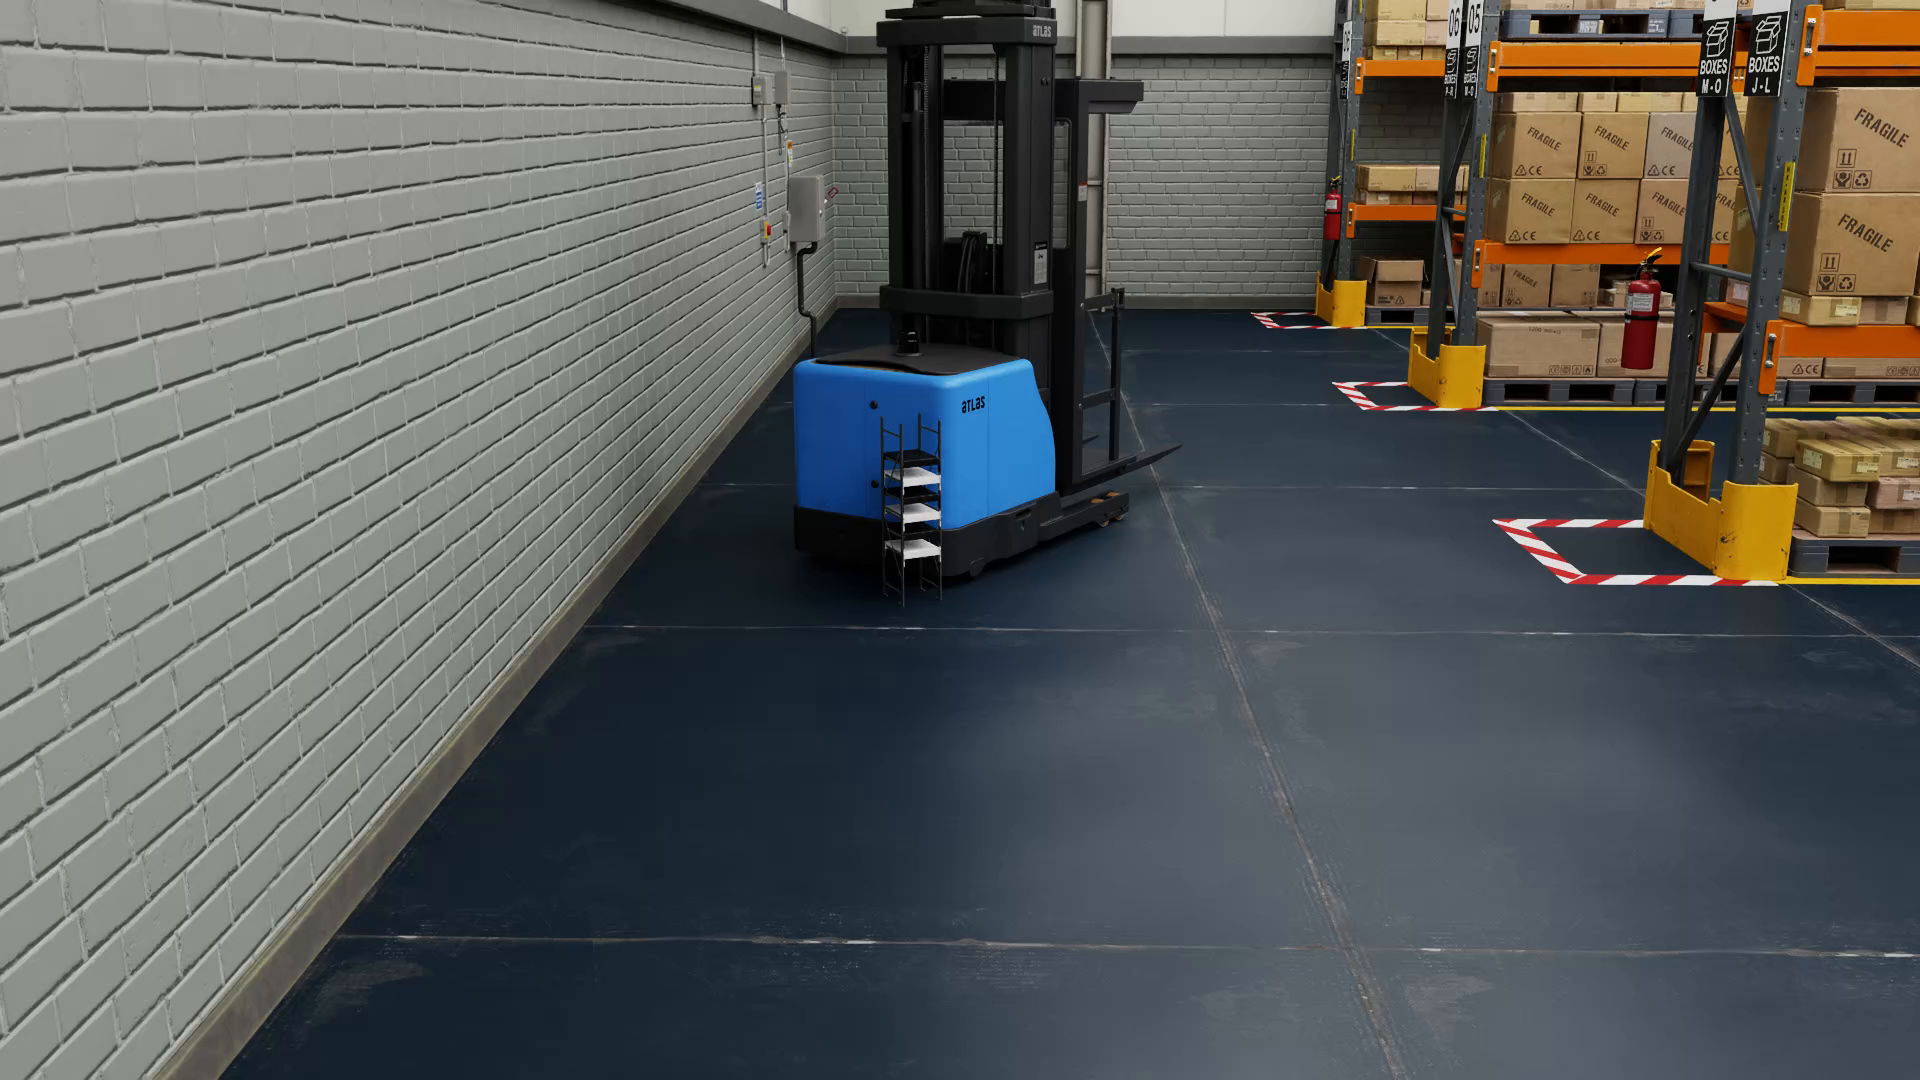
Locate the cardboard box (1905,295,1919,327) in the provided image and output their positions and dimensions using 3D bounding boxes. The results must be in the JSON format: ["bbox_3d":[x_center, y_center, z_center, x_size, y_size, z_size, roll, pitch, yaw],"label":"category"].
[{"bbox_3d":[4.874,-1.178,8.416,0.250,0.149,0.380,0,15,0],"label":"cardboard box"}]

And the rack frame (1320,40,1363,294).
[{"bbox_3d":[4.184,-3.920,18.318,0.127,3.000,1.000,0,15,1],"label":"rack frame"}]

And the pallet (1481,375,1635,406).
[{"bbox_3d":[4.862,-1.321,13.932,1.213,0.211,1.003,0,15,1],"label":"pallet"}]

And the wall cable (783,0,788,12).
[{"bbox_3d":[-1.502,-6.440,16.037,0.133,3.039,2.988,0,15,1],"label":"wall cable"}]

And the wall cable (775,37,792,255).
[{"bbox_3d":[-1.552,-3.538,14.879,0.122,1.984,0.588,0,15,1],"label":"wall cable"}]

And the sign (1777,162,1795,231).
[{"bbox_3d":[4.022,-1.671,8.098,0.005,0.325,0.100,0,15,1],"label":"sign"}]

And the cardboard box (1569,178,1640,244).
[{"bbox_3d":[5.040,-2.630,13.233,0.500,0.500,0.500,0,15,1],"label":"cardboard box"}]

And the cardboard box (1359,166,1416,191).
[{"bbox_3d":[4.630,-3.920,18.028,0.500,0.250,0.500,0,15,2],"label":"cardboard box"}]

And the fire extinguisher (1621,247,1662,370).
[{"bbox_3d":[3.795,-1.293,9.243,0.183,0.674,0.296,0,15,1],"label":"fire extinguisher"}]

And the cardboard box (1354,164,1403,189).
[{"bbox_3d":[4.650,-4.056,18.545,0.500,0.250,0.500,1,15,3],"label":"cardboard box"}]

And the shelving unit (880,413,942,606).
[{"bbox_3d":[-0.239,-0.151,8.149,0.210,0.900,0.258,-7,17,-26],"label":"shelving unit"}]

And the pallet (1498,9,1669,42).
[{"bbox_3d":[4.803,-4.060,13.141,1.213,0.211,1.003,0,15,1],"label":"pallet"}]

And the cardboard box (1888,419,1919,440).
[{"bbox_3d":[5.340,-0.561,9.186,0.250,0.149,0.380,0,15,-1],"label":"cardboard box"}]

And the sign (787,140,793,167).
[{"bbox_3d":[-1.586,-3.606,15.510,0.001,0.242,0.339,0,15,1],"label":"sign"}]

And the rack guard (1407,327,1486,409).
[{"bbox_3d":[4.037,-1.446,13.840,0.348,0.500,1.175,0,15,1],"label":"rack guard"}]

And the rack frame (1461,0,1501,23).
[{"bbox_3d":[4.061,-5.555,12.755,0.127,3.000,1.000,0,15,1],"label":"rack frame"}]

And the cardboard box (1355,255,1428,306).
[{"bbox_3d":[4.793,-2.888,18.477,0.637,0.503,0.797,0,15,-1],"label":"cardboard box"}]

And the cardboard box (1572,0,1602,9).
[{"bbox_3d":[4.934,-4.272,13.246,0.250,0.149,0.380,-1,15,-3],"label":"cardboard box"}]

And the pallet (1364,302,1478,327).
[{"bbox_3d":[5.057,-2.566,18.654,1.213,0.211,1.003,0,15,1],"label":"pallet"}]

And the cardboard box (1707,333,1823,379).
[{"bbox_3d":[6.539,-1.630,13.836,0.875,0.438,0.875,0,15,0],"label":"cardboard box"}]

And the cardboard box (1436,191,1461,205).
[{"bbox_3d":[5.275,-3.727,18.077,0.250,0.149,0.380,1,15,3],"label":"cardboard box"}]

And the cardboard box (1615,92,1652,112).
[{"bbox_3d":[5.193,-3.415,12.977,0.250,0.149,0.380,0,15,0],"label":"cardboard box"}]

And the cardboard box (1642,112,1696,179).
[{"bbox_3d":[5.565,-3.107,13.082,0.500,0.500,0.500,0,15,1],"label":"cardboard box"}]

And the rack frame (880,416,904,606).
[{"bbox_3d":[-0.330,-0.139,8.104,0.006,0.900,0.240,-7,17,-26],"label":"rack frame"}]

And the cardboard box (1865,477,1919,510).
[{"bbox_3d":[4.825,-0.275,8.683,0.250,0.149,0.380,0,15,1],"label":"cardboard box"}]

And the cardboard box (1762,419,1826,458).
[{"bbox_3d":[4.571,-0.565,9.199,0.250,0.149,0.380,1,15,2],"label":"cardboard box"}]

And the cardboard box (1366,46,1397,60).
[{"bbox_3d":[4.496,-5.188,17.735,0.250,0.149,0.380,1,15,3],"label":"cardboard box"}]

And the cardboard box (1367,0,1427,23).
[{"bbox_3d":[4.621,-5.617,17.599,0.500,0.250,0.500,0,15,1],"label":"cardboard box"}]

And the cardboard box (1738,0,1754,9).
[{"bbox_3d":[6.072,-4.353,12.864,0.500,0.500,0.500,1,15,2],"label":"cardboard box"}]

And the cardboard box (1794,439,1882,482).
[{"bbox_3d":[4.550,-0.413,8.626,0.250,0.149,0.380,0,15,-1],"label":"cardboard box"}]

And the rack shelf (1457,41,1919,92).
[{"bbox_3d":[6.060,-3.744,13.180,4.000,0.370,1.077,0,15,1],"label":"rack shelf"}]

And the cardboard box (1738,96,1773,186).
[{"bbox_3d":[4.499,-2.127,8.784,0.500,0.500,0.500,0,15,0],"label":"cardboard box"}]

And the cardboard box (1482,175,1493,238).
[{"bbox_3d":[4.550,-2.767,13.752,0.500,0.500,0.500,0,15,2],"label":"cardboard box"}]

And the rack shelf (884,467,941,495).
[{"bbox_3d":[-0.239,-0.293,8.112,0.200,0.077,0.258,-7,17,-26],"label":"rack shelf"}]

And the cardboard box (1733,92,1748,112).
[{"bbox_3d":[5.958,-3.406,12.942,0.250,0.149,0.380,0,15,0],"label":"cardboard box"}]

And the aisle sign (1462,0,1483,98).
[{"bbox_3d":[3.981,-3.838,12.910,0.004,0.787,0.394,0,15,1],"label":"aisle sign"}]

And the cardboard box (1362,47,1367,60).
[{"bbox_3d":[4.510,-5.306,18.184,0.250,0.149,0.380,1,15,3],"label":"cardboard box"}]

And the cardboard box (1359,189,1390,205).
[{"bbox_3d":[4.505,-3.727,18.077,0.250,0.149,0.380,0,15,1],"label":"cardboard box"}]

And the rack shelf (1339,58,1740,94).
[{"bbox_3d":[6.183,-5.010,17.978,4.000,0.370,1.077,0,15,1],"label":"rack shelf"}]

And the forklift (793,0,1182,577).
[{"bbox_3d":[0.340,-1.550,9.471,1.130,2.935,3.031,9,17,32],"label":"forklift"}]

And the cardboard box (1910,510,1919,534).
[{"bbox_3d":[5.063,-0.150,8.794,0.250,0.149,0.380,1,15,2],"label":"cardboard box"}]

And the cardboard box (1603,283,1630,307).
[{"bbox_3d":[7.261,-2.706,18.254,0.258,0.266,0.396,1,15,3],"label":"cardboard box"}]

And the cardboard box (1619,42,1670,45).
[{"bbox_3d":[7.174,-5.356,17.591,0.500,0.250,0.500,0,15,0],"label":"cardboard box"}]

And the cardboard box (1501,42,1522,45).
[{"bbox_3d":[5.640,-5.365,17.624,0.500,0.250,0.500,0,15,0],"label":"cardboard box"}]

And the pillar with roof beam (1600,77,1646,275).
[{"bbox_3d":[7.399,-5.931,14.182,0.400,9.000,9.100,0,15,1],"label":"pillar with roof beam"}]

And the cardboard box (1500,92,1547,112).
[{"bbox_3d":[4.408,-3.427,13.021,0.250,0.149,0.380,1,15,3],"label":"cardboard box"}]

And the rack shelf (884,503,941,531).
[{"bbox_3d":[-0.239,-0.119,8.158,0.200,0.077,0.258,-7,17,-26],"label":"rack shelf"}]

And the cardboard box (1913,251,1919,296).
[{"bbox_3d":[5.013,-1.513,8.416,0.500,0.500,0.500,0,15,2],"label":"cardboard box"}]

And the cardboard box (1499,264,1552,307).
[{"bbox_3d":[6.172,-2.842,18.309,0.500,0.500,0.500,1,15,2],"label":"cardboard box"}]
